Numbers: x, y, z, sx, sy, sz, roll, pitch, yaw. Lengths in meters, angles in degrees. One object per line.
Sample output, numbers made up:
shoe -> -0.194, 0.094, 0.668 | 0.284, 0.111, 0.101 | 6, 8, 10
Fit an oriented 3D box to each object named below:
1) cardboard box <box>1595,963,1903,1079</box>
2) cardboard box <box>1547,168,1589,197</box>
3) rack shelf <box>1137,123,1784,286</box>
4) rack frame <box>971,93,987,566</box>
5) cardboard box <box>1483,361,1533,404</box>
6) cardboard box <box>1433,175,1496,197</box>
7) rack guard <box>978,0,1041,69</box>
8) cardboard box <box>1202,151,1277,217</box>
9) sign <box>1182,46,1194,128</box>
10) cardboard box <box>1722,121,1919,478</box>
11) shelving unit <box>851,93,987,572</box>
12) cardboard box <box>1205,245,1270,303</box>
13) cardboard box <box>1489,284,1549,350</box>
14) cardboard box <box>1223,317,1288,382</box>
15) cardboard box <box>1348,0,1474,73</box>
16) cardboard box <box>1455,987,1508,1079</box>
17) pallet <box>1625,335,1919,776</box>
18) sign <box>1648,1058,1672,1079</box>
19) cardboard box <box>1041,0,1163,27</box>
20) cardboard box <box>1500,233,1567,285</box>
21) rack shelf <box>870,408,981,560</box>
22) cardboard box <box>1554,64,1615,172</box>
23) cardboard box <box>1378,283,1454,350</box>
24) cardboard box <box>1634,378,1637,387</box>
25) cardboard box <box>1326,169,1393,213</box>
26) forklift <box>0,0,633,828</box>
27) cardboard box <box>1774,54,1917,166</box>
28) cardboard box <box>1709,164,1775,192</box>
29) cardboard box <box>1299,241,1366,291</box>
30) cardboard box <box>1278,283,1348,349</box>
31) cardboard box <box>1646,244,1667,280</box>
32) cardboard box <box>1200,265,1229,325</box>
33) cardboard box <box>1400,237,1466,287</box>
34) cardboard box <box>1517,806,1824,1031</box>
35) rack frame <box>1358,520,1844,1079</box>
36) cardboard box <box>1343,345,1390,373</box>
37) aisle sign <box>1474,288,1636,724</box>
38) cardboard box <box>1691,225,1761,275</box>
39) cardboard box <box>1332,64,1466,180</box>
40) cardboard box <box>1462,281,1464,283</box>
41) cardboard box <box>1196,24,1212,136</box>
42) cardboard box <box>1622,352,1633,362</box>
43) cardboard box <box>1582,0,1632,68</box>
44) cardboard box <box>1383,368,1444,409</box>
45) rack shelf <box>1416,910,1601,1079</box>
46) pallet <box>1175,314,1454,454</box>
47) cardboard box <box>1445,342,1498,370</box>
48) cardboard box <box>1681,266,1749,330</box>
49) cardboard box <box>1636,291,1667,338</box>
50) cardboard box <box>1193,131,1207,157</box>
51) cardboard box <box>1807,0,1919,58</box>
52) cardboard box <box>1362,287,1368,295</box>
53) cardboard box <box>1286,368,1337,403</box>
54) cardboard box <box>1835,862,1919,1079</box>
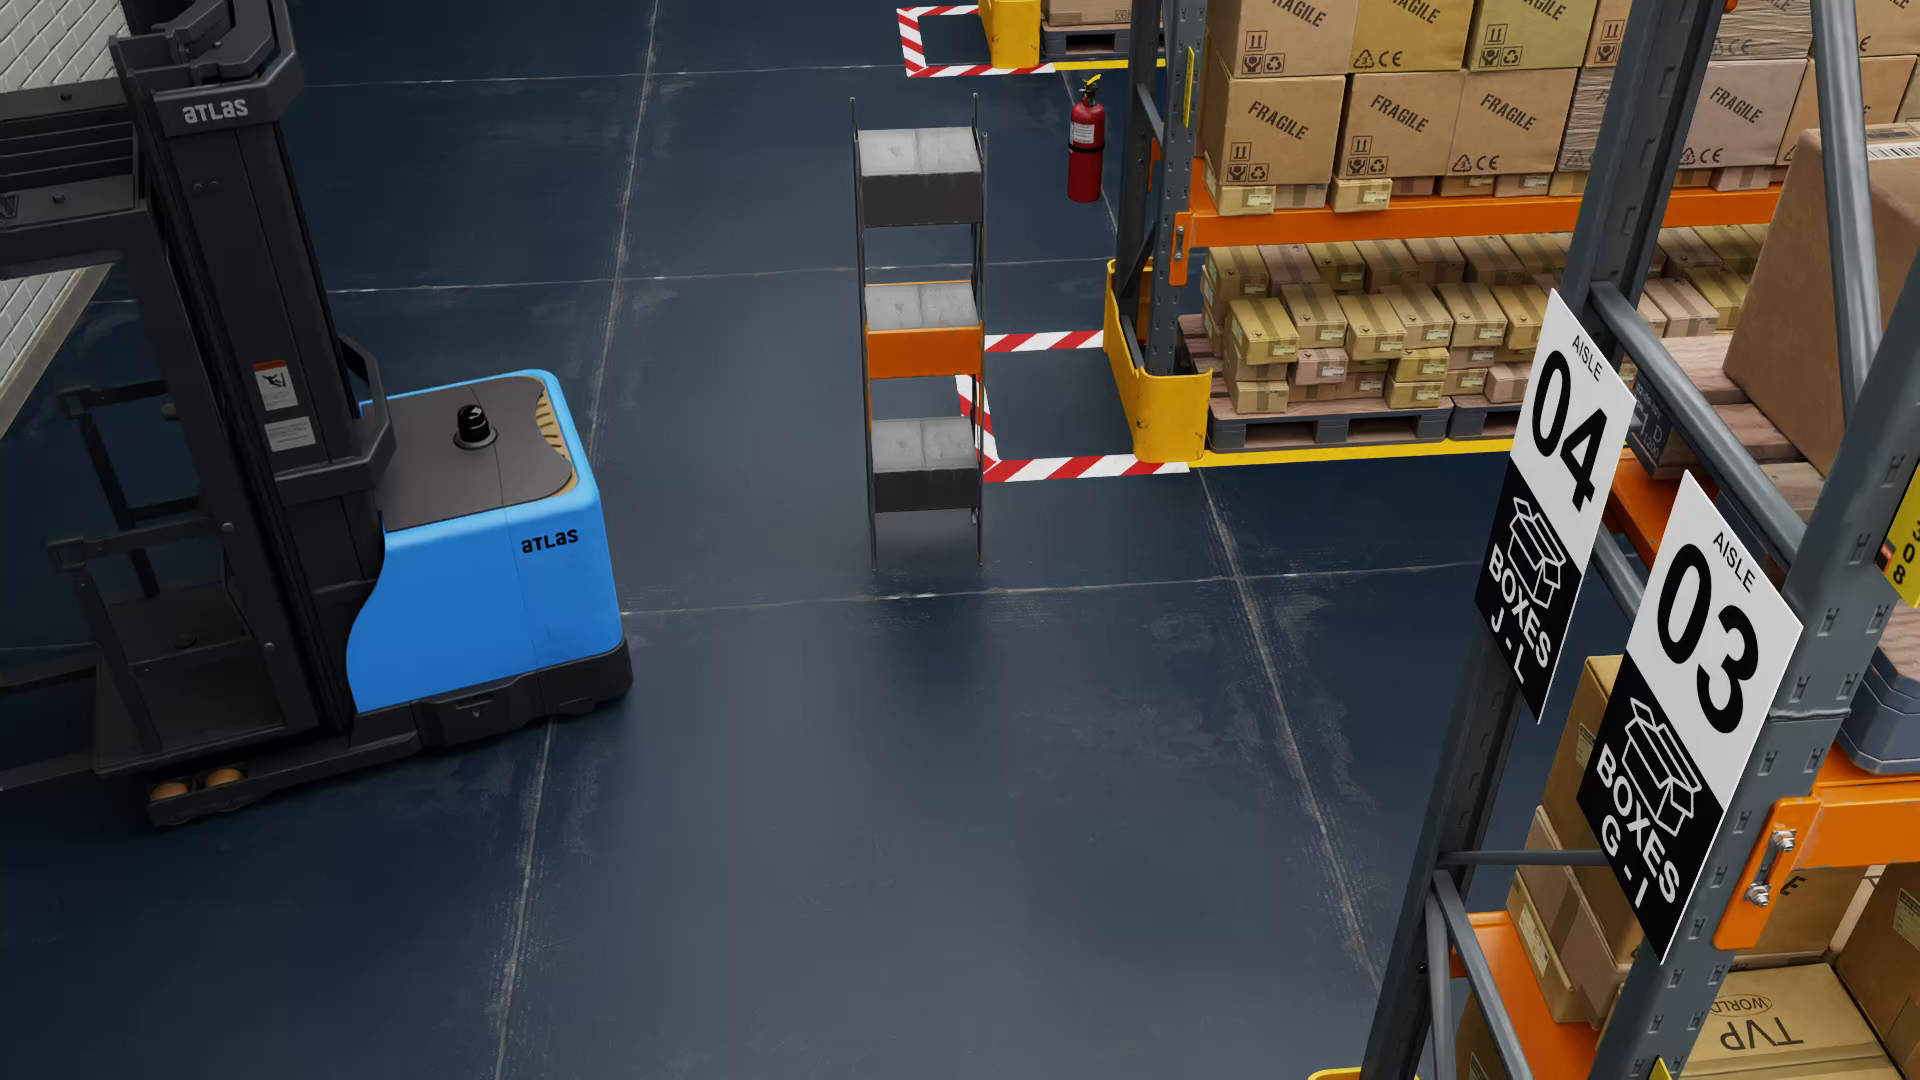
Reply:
cardboard box -> 1.762, 1.229, 3.652 | 0.500, 0.250, 0.500 | -4, 38, -5
cardboard box -> 2.822, -1.753, 7.753 | 0.250, 0.149, 0.380 | -2, 38, -2
rack shelf -> 2.913, -1.747, 8.123 | 4.000, 0.370, 1.077 | -3, 38, -4
rack frame -> 0.078, -0.829, 7.105 | 0.015, 2.100, 0.400 | -3, 38, -4
cardboard box -> 2.738, -0.858, 8.379 | 0.250, 0.149, 0.380 | -5, 39, -6
cardboard box -> 2.314, -1.756, 7.757 | 0.250, 0.149, 0.380 | -4, 38, -4
rack guard -> 0.358, -3.985, 12.397 | 0.348, 0.500, 1.175 | -3, 38, -4
cardboard box -> 1.273, -1.636, 7.605 | 0.250, 0.149, 0.380 | -3, 38, -4
sign -> 0.969, -1.925, 7.069 | 0.005, 0.325, 0.100 | -3, 38, -4
cardboard box -> 1.773, -0.336, 2.832 | 0.500, 0.500, 0.700 | -5, 39, -7
shelving unit -> -0.165, -0.815, 7.088 | 0.503, 2.100, 0.431 | -3, 38, -4
cardboard box -> 1.426, -1.384, 8.565 | 0.250, 0.149, 0.380 | -3, 38, -3
cardboard box -> 2.782, -1.102, 8.208 | 0.250, 0.149, 0.380 | -3, 38, -3
cardboard box -> 1.466, -0.952, 8.258 | 0.250, 0.149, 0.380 | -2, 38, -2
cardboard box -> 1.894, -2.360, 7.192 | 0.500, 0.500, 0.500 | -2, 38, -3
cardboard box -> 1.890, 1.731, 4.511 | 0.875, 0.875, 0.875 | -3, 38, -4
pallet -> 1.998, -0.044, 3.034 | 1.213, 0.211, 1.003 | -3, 38, -4
sign -> 1.303, 1.118, 3.148 | 0.005, 0.325, 0.100 | -3, 38, -4
cardboard box -> 1.031, -4.225, 12.413 | 0.875, 0.438, 0.875 | -4, 38, -6
cardboard box -> 2.985, -1.457, 8.657 | 0.250, 0.149, 0.380 | -3, 38, -4
rack shelf -> -0.165, -0.255, 7.530 | 0.480, 0.518, 0.431 | -3, 38, -4
cardboard box -> 2.920, -2.026, 7.575 | 0.500, 0.500, 0.500 | -4, 38, -5
cardboard box -> 2.239, -1.107, 8.213 | 0.250, 0.149, 0.380 | -5, 39, -6
cardboard box -> 3.514, -0.896, 8.427 | 0.250, 0.149, 0.380 | -3, 38, -4
cardboard box -> 1.795, -1.658, 7.632 | 0.250, 0.149, 0.380 | -4, 38, -5
forklift -> -2.925, -0.431, 5.930 | 3.031, 2.935, 1.130 | -14, 40, -17
cardboard box -> 3.931, -2.066, 7.626 | 0.500, 0.500, 0.500 | -4, 38, -5
cardboard box -> 3.596, -1.789, 7.798 | 0.250, 0.149, 0.380 | -5, 39, -6
cardboard box -> 1.928, -1.455, 8.655 | 0.250, 0.149, 0.380 | -4, 38, -5
cardboard box -> 1.737, -1.107, 8.214 | 0.250, 0.149, 0.380 | -2, 38, -3
cardboard box -> 3.498, -1.512, 8.727 | 0.250, 0.149, 0.380 | -2, 38, -3
cardboard box -> 1.422, -1.287, 8.682 | 0.250, 0.149, 0.380 | -4, 38, -5
cardboard box -> 2.454, -1.479, 8.685 | 0.250, 0.149, 0.380 | -2, 38, -2
cardboard box -> 1.719, 0.898, 4.071 | 0.500, 0.250, 0.500 | -4, 38, -5
rack frame -> 1.260, 1.146, 3.876 | 0.127, 3.000, 1.000 | -3, 38, -4
cardboard box -> 1.980, -1.000, 8.319 | 0.250, 0.149, 0.380 | -3, 38, -3
aisle sign -> 1.162, -0.055, 3.300 | 0.004, 0.787, 0.394 | -3, 38, -4
cardboard box -> 4.017, -1.504, 8.717 | 0.250, 0.149, 0.380 | -4, 38, -5
cardboard box -> 1.924, -1.975, 7.510 | 0.500, 0.500, 0.500 | -3, 38, -4
cardboard box -> 2.711, -1.356, 8.769 | 0.250, 0.149, 0.380 | -1, 38, -2
cardboard box -> 1.346, -2.259, 7.870 | 0.500, 0.500, 0.500 | -2, 38, -3
cardboard box -> 3.307, -1.058, 8.392 | 0.250, 0.149, 0.380 | -5, 39, -6
cardboard box -> 2.921, -2.405, 7.249 | 0.500, 0.500, 0.500 | -4, 38, -5
cardboard box -> 2.236, -0.826, 8.337 | 0.250, 0.149, 0.380 | -3, 38, -3
rack shelf -> 3.252, 1.319, 4.237 | 4.000, 0.370, 1.077 | -3, 38, -4
pallet -> 1.809, -0.852, 8.659 | 1.213, 0.211, 1.003 | -3, 38, -4
cardboard box -> 2.501, -1.021, 8.344 | 0.250, 0.149, 0.380 | -5, 39, -6
cardboard box -> 3.810, -1.215, 8.351 | 0.250, 0.149, 0.380 | -2, 38, -2
cardboard box -> 3.281, -1.121, 8.232 | 0.250, 0.149, 0.380 | -4, 38, -6
cardboard box -> 1.221, -2.013, 8.083 | 0.250, 0.149, 0.380 | -3, 38, -4
cardboard box -> 3.947, -2.463, 7.322 | 0.500, 0.500, 0.500 | -4, 38, -5
cardboard box -> 2.216, -1.268, 8.658 | 0.250, 0.149, 0.380 | -4, 38, -5
cardboard box -> 1.725, -0.861, 8.382 | 0.250, 0.149, 0.380 | -3, 38, -4
cardboard box -> 2.260, 0.907, 3.455 | 0.500, 0.500, 0.500 | -4, 38, -5
